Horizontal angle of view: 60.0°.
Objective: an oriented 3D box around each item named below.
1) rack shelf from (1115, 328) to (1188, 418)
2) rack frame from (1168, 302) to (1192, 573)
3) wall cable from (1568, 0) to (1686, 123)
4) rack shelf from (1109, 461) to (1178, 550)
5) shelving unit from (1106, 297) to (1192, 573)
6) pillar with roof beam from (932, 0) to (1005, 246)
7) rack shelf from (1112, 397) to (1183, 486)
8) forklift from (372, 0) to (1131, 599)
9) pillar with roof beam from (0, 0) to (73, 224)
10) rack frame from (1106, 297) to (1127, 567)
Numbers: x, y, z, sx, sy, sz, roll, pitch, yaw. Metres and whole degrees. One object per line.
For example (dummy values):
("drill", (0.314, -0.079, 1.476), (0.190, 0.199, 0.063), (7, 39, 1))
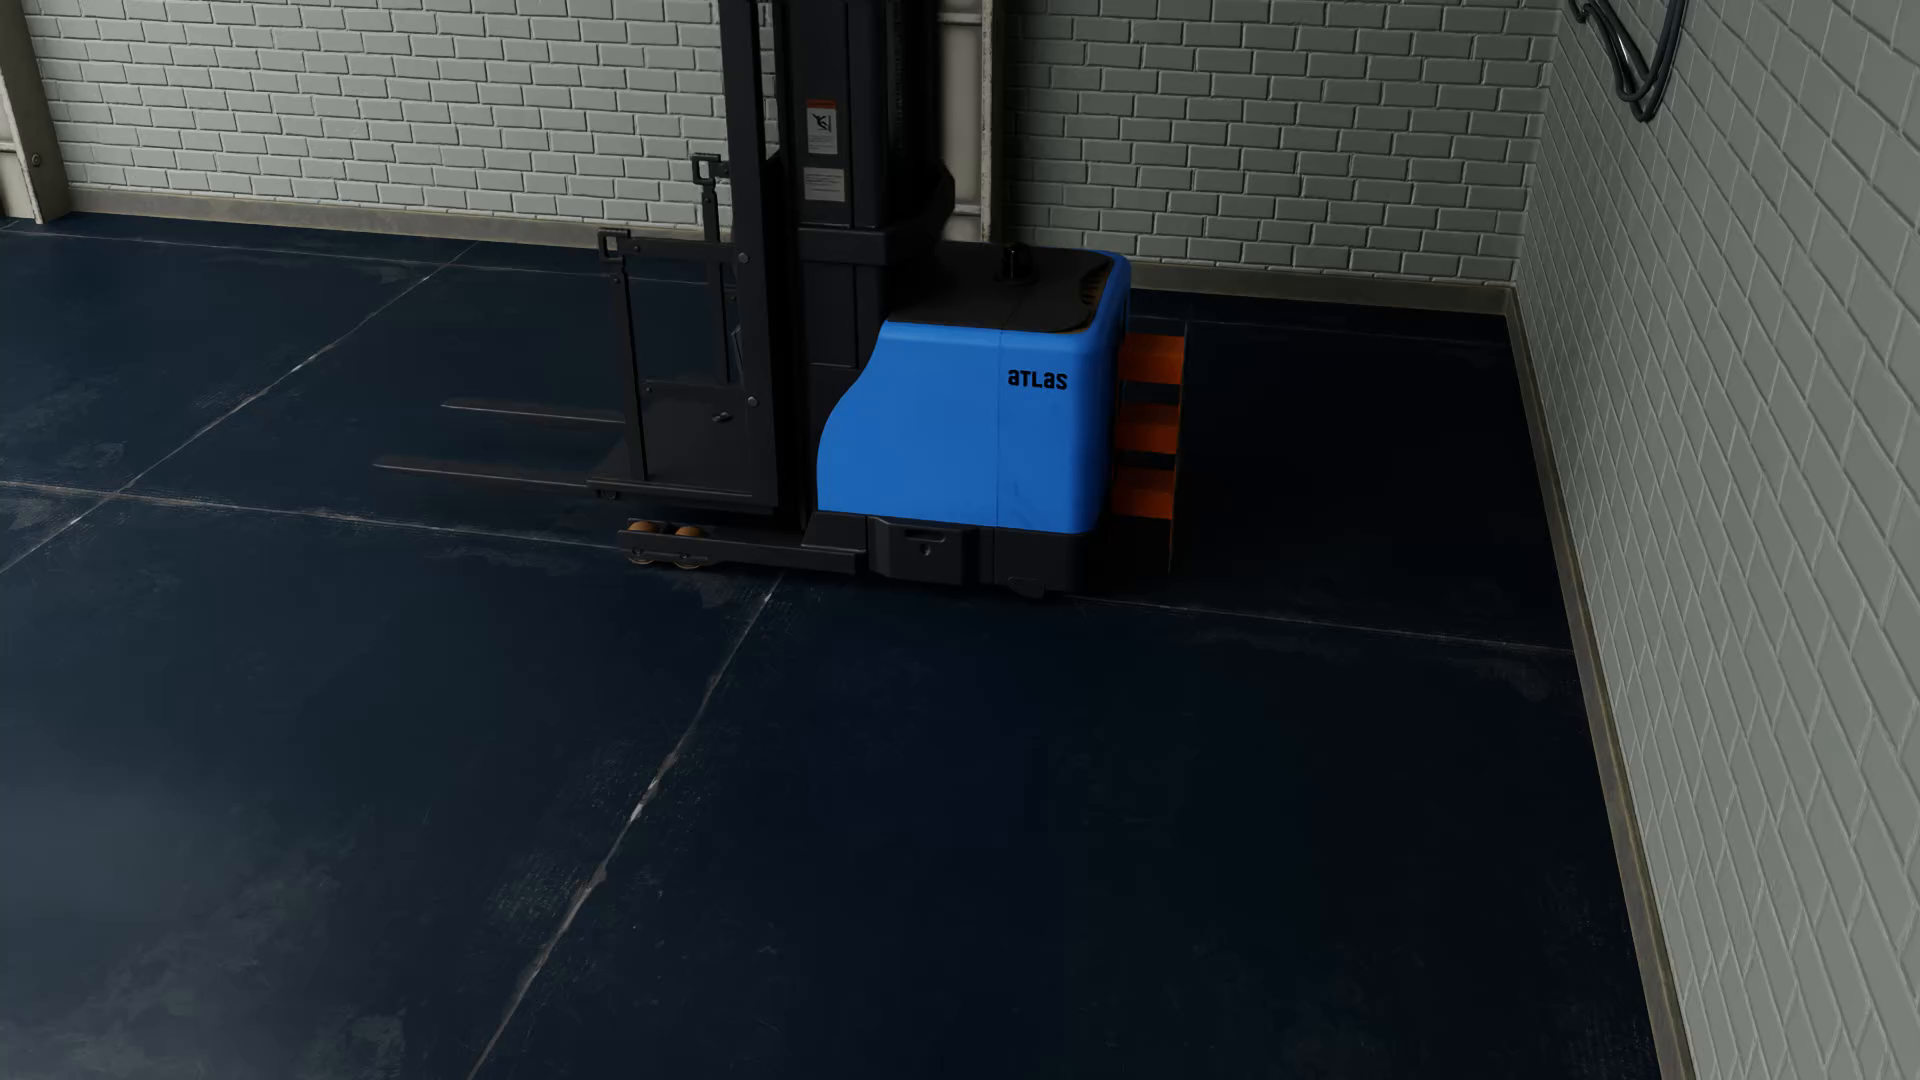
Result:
("rack shelf", (0.720, -0.629, 6.237), (0.240, 0.259, 0.215), (6, 29, 10))
("rack frame", (0.839, -0.378, 6.346), (0.008, 1.050, 0.200), (6, 29, 10))
("wall cable", (2.614, -3.122, 6.316), (0.112, 2.526, 3.097), (6, 29, 11))
("rack shelf", (0.720, -0.136, 6.507), (0.240, 0.259, 0.215), (6, 29, 10))
("shelving unit", (0.720, -0.389, 6.368), (0.252, 1.050, 0.215), (6, 29, 10))
("pillar with roof beam", (-0.890, -3.379, 3.551), (0.400, 9.000, 9.100), (6, 29, 11))
("rack shelf", (0.720, -0.380, 6.373), (0.240, 0.259, 0.215), (6, 29, 10))
("forklift", (-0.878, -1.411, 6.275), (3.031, 2.935, 1.130), (6, 29, 10))
("pillar with roof beam", (-6.758, -3.981, 4.650), (0.400, 9.000, 9.100), (6, 29, 11))
("rack frame", (0.600, -0.401, 6.390), (0.008, 1.050, 0.200), (6, 29, 10))
